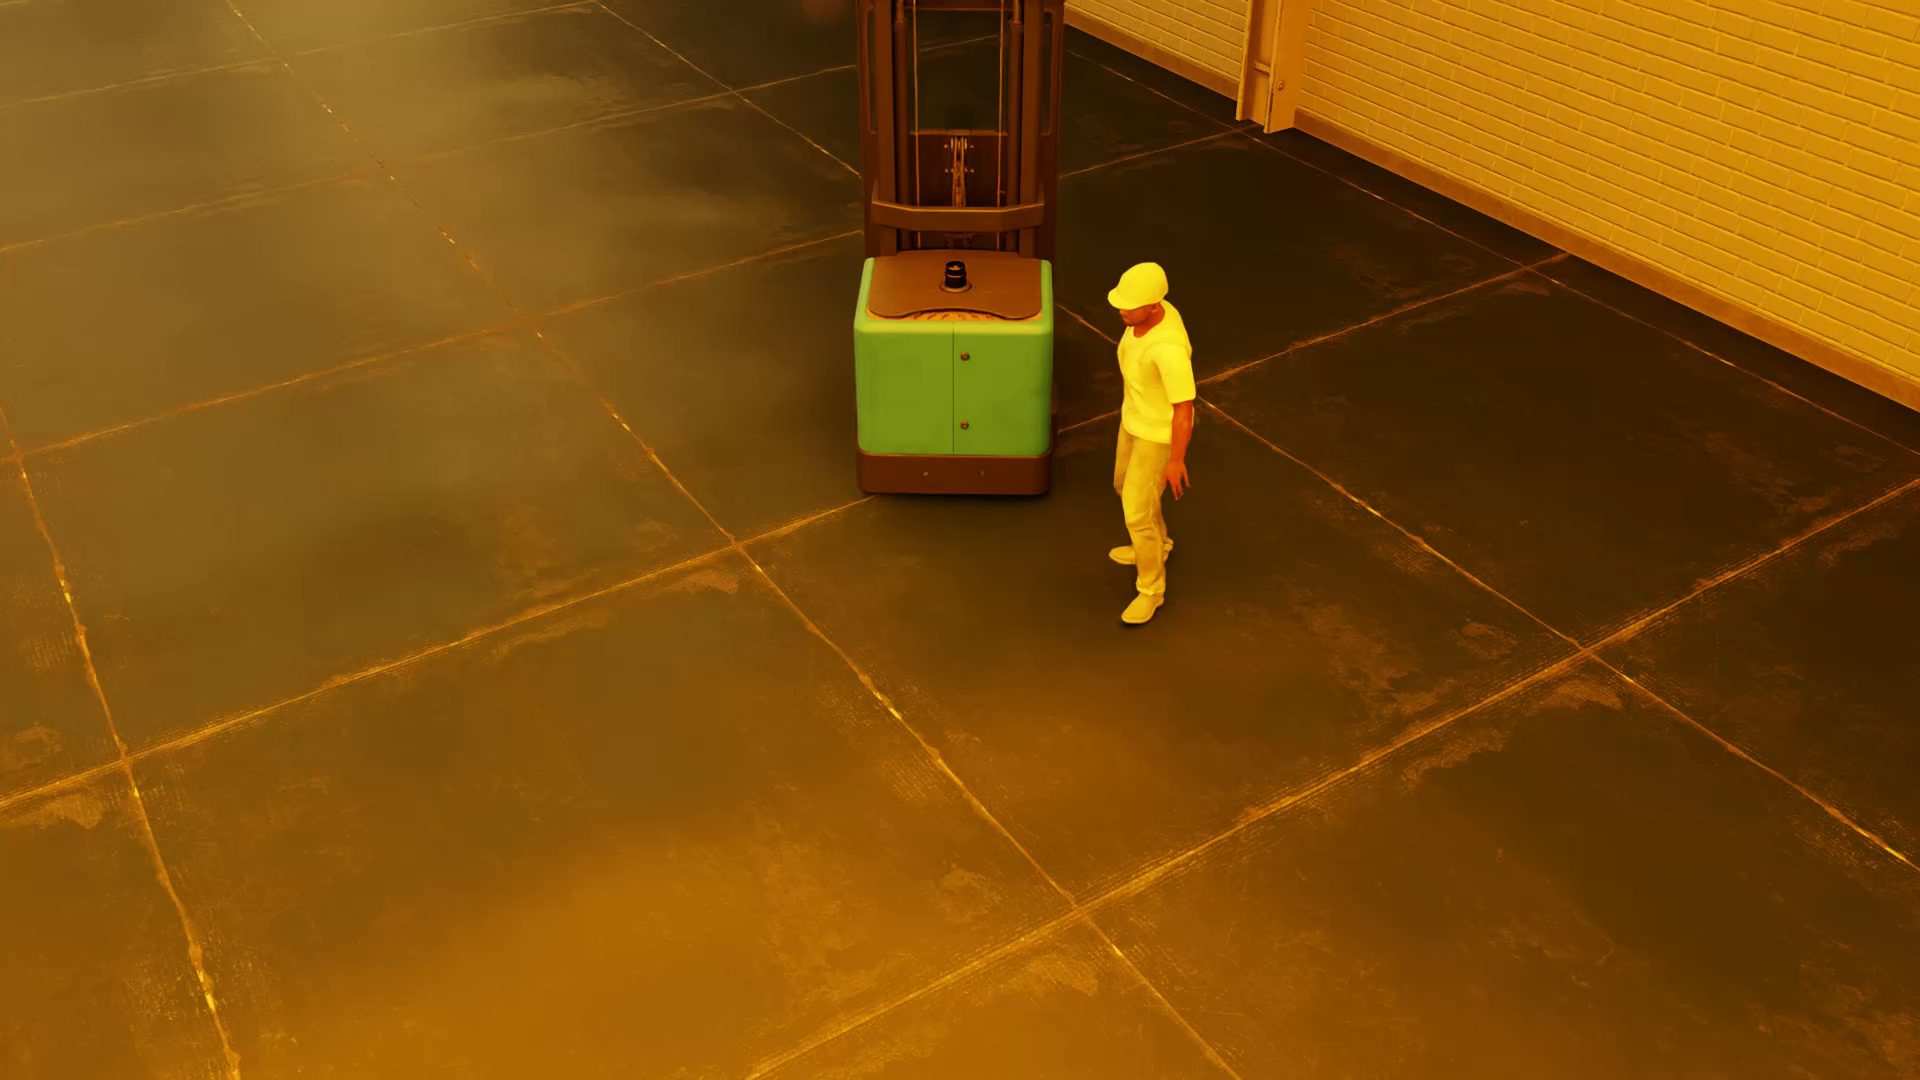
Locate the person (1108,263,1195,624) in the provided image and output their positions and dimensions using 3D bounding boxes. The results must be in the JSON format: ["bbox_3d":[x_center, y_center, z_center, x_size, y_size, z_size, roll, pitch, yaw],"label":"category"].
[{"bbox_3d":[0.885,-0.538,7.959,0.449,1.733,0.875,-5,35,-7],"label":"person"}]

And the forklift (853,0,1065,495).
[{"bbox_3d":[0.009,-2.257,9.360,1.130,2.935,3.031,1,35,1],"label":"forklift"}]
